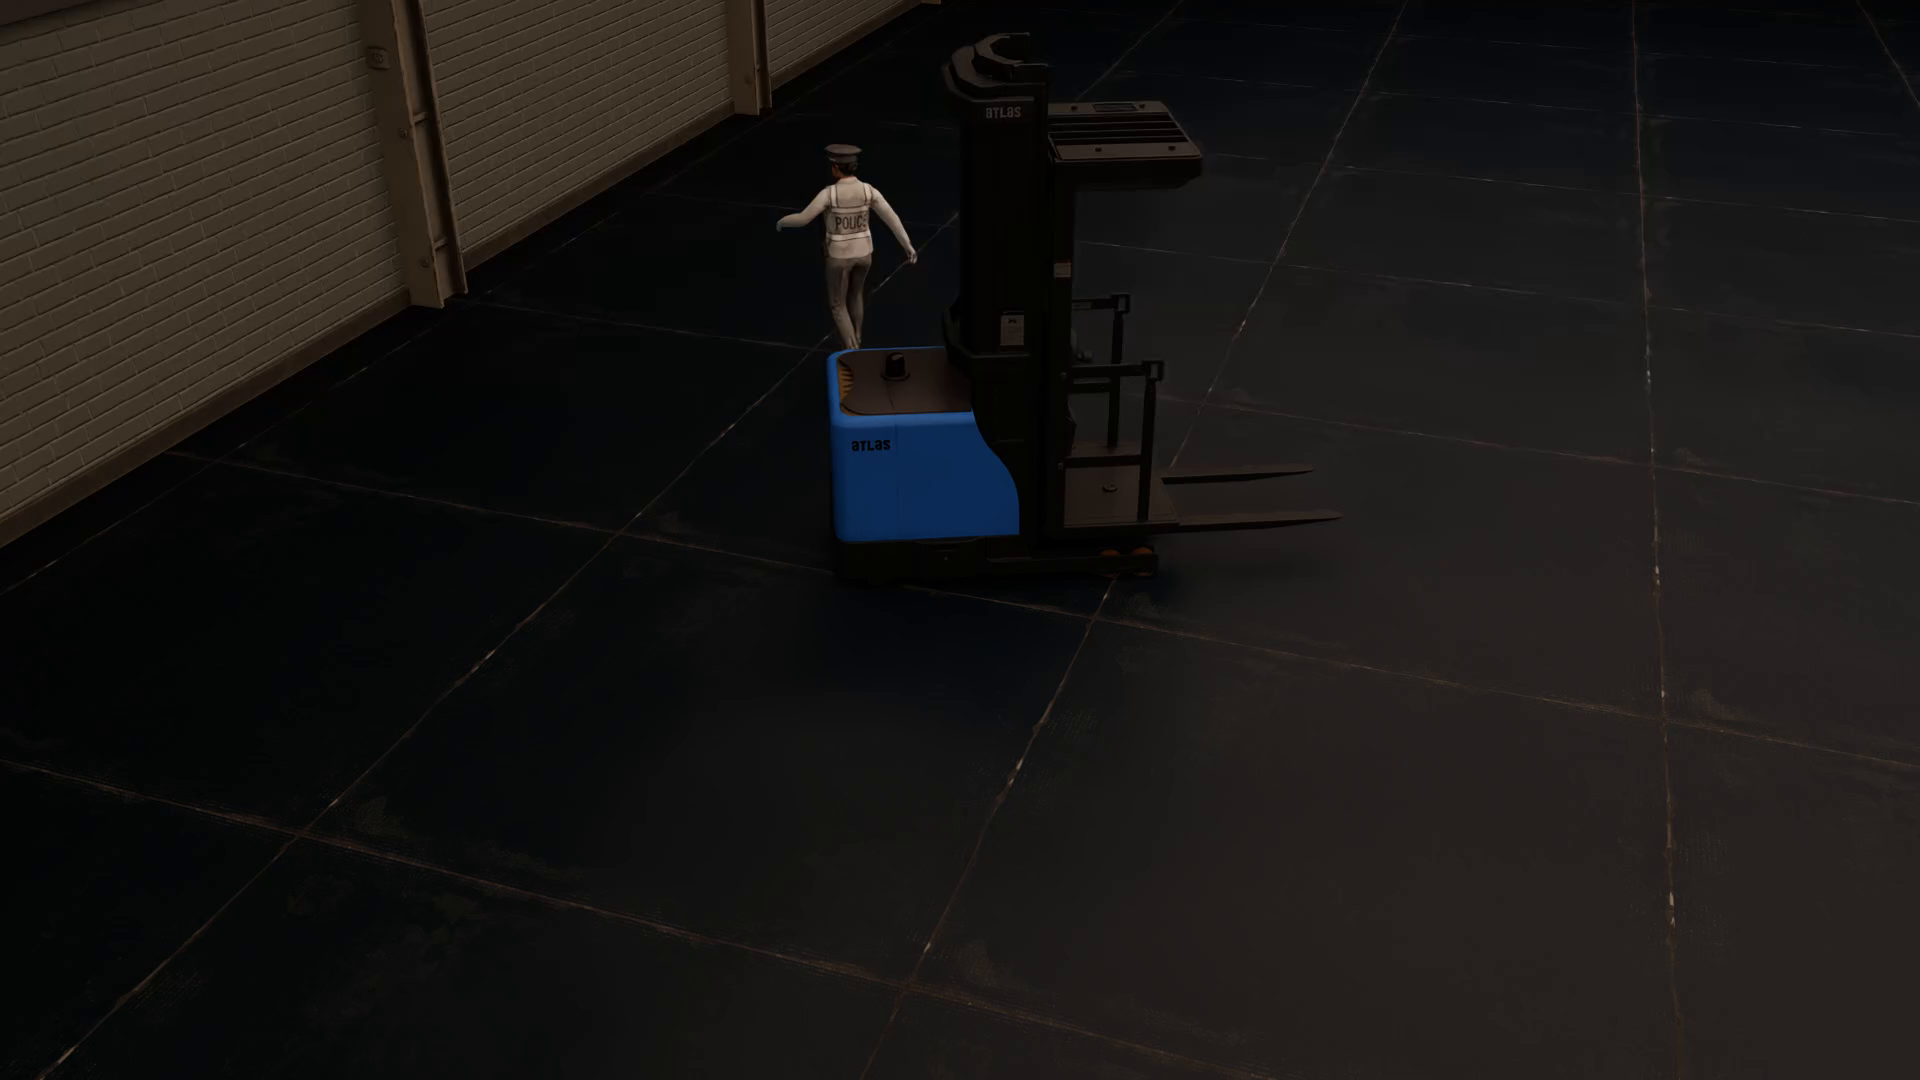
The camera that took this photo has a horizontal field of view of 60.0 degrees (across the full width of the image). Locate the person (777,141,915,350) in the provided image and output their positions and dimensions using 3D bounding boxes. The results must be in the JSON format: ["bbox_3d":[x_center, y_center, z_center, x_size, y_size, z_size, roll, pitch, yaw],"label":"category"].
[{"bbox_3d":[-0.812,-2.094,12.131,0.889,1.649,0.719,-12,32,-20],"label":"person"}]

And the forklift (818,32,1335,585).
[{"bbox_3d":[0.690,-1.307,9.428,3.031,2.935,1.130,-3,30,-5],"label":"forklift"}]
